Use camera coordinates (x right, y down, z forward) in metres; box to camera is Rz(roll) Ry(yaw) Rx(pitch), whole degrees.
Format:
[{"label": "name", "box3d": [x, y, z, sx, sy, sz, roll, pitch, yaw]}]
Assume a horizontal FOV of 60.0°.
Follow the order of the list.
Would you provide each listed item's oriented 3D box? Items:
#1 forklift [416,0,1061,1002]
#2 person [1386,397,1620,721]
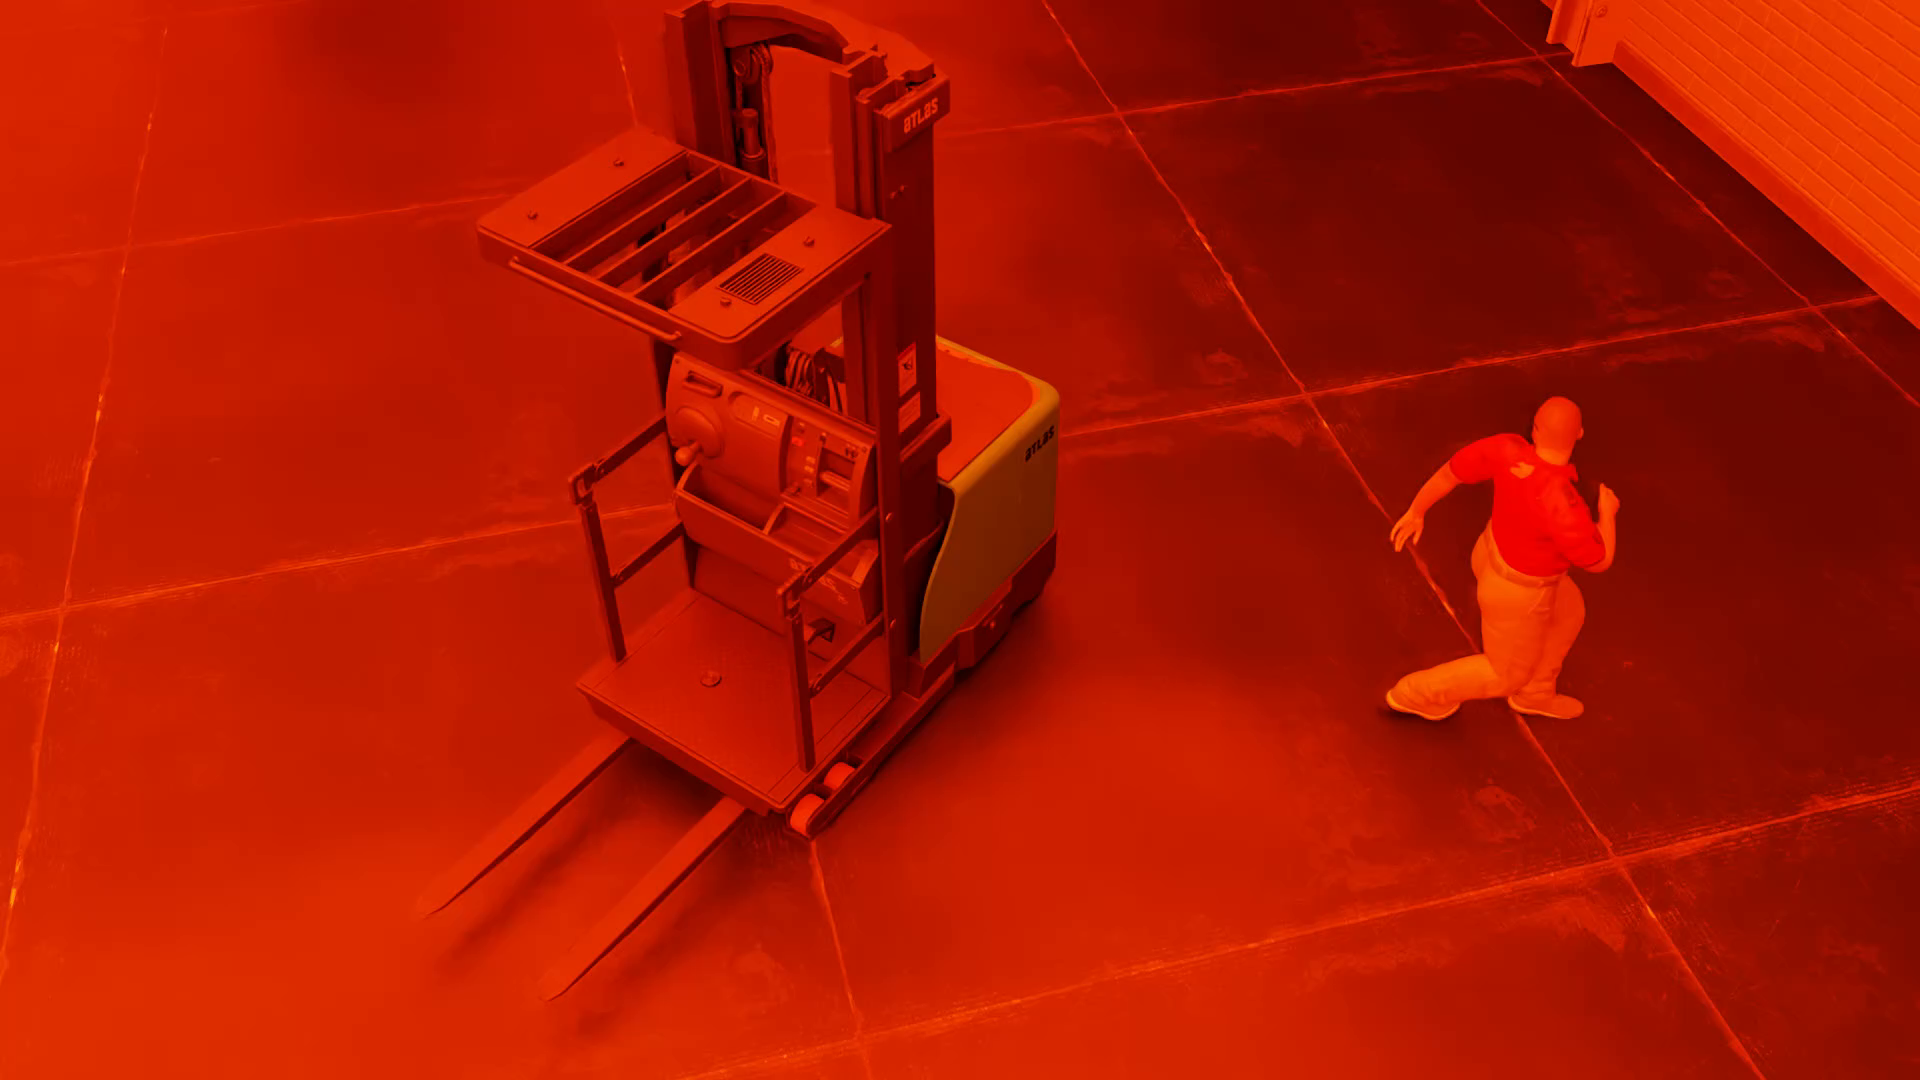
[{"label": "forklift", "box3d": [-0.830, -0.282, 5.944, 1.130, 2.935, 3.031, 26, 49, 25]}, {"label": "person", "box3d": [2.178, 0.127, 6.481, 0.925, 1.652, 0.567, 1, 43, 1]}]
